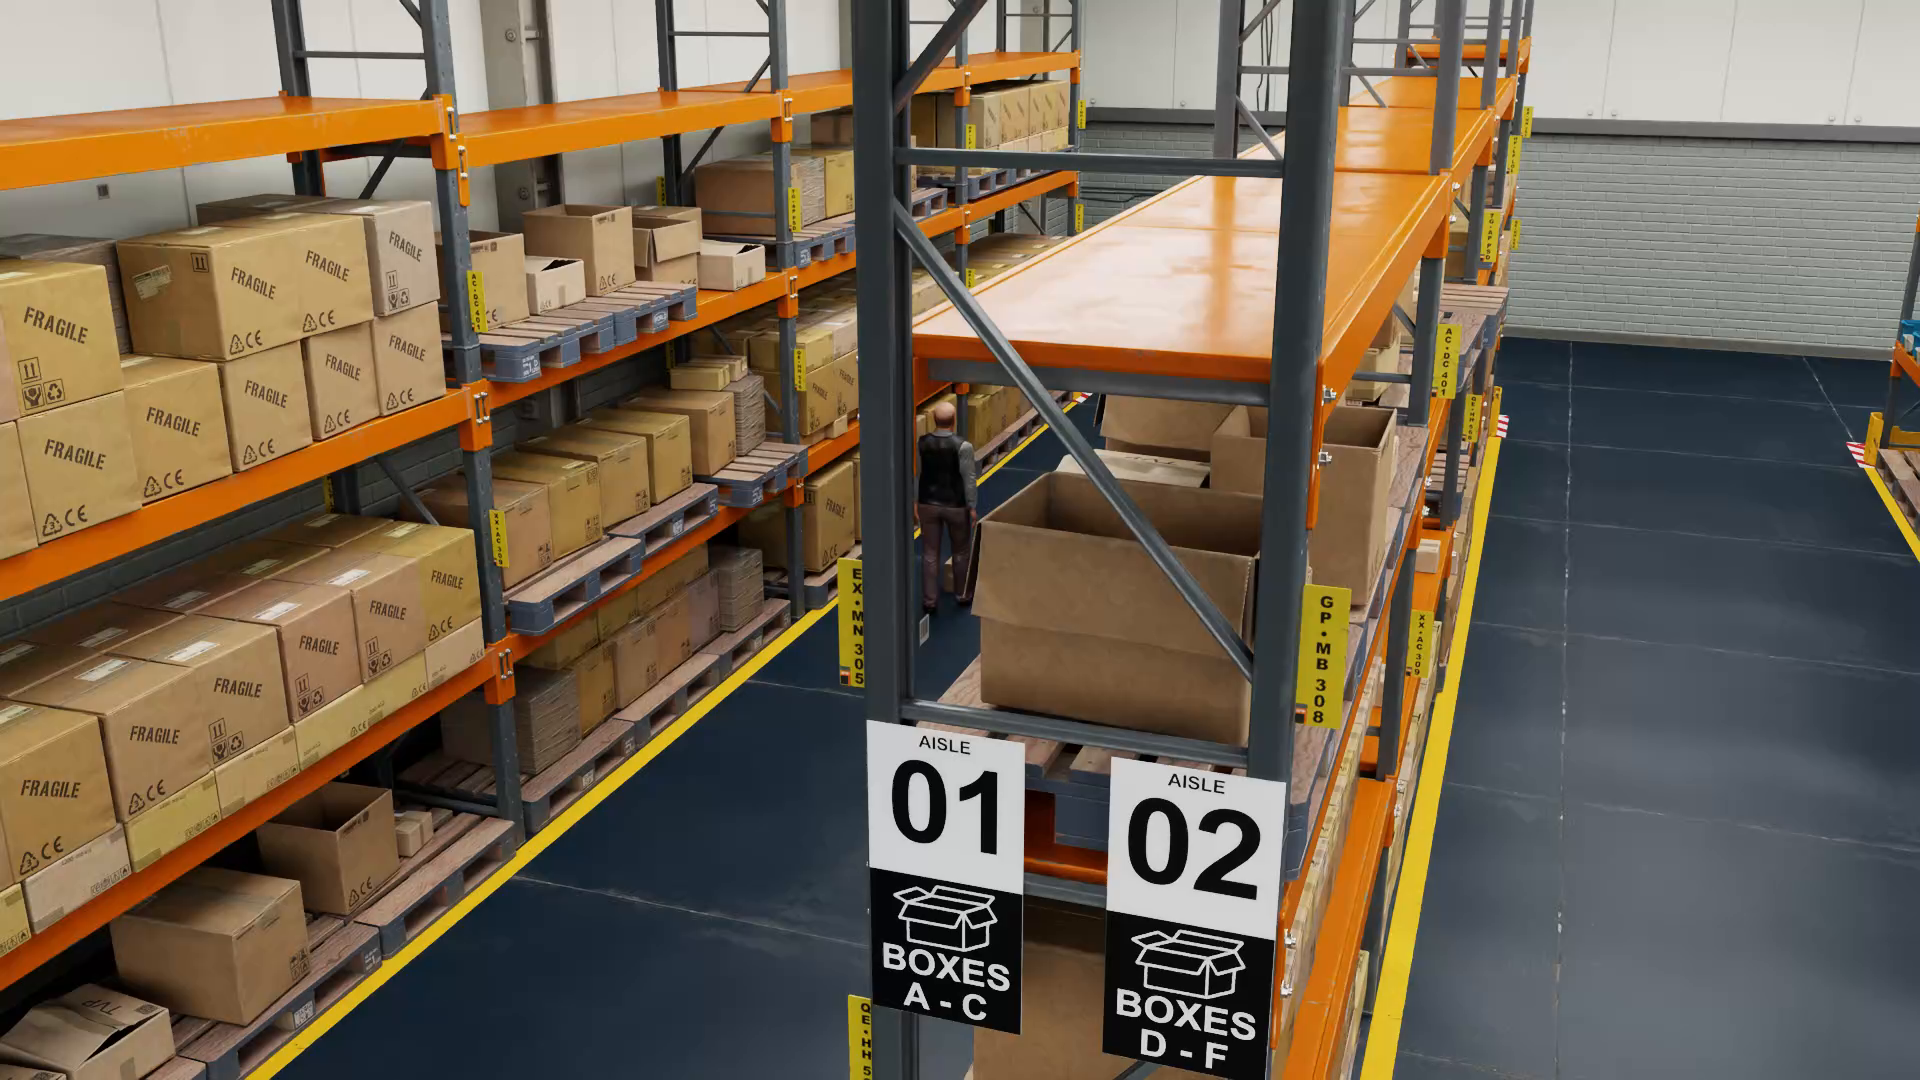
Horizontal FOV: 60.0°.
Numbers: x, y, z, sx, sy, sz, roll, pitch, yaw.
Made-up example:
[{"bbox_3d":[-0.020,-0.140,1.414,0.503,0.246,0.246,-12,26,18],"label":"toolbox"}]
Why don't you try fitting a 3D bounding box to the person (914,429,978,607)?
[{"bbox_3d":[-0.128,-0.187,13.359,0.562,1.474,0.418,4,19,12],"label":"person"}]
